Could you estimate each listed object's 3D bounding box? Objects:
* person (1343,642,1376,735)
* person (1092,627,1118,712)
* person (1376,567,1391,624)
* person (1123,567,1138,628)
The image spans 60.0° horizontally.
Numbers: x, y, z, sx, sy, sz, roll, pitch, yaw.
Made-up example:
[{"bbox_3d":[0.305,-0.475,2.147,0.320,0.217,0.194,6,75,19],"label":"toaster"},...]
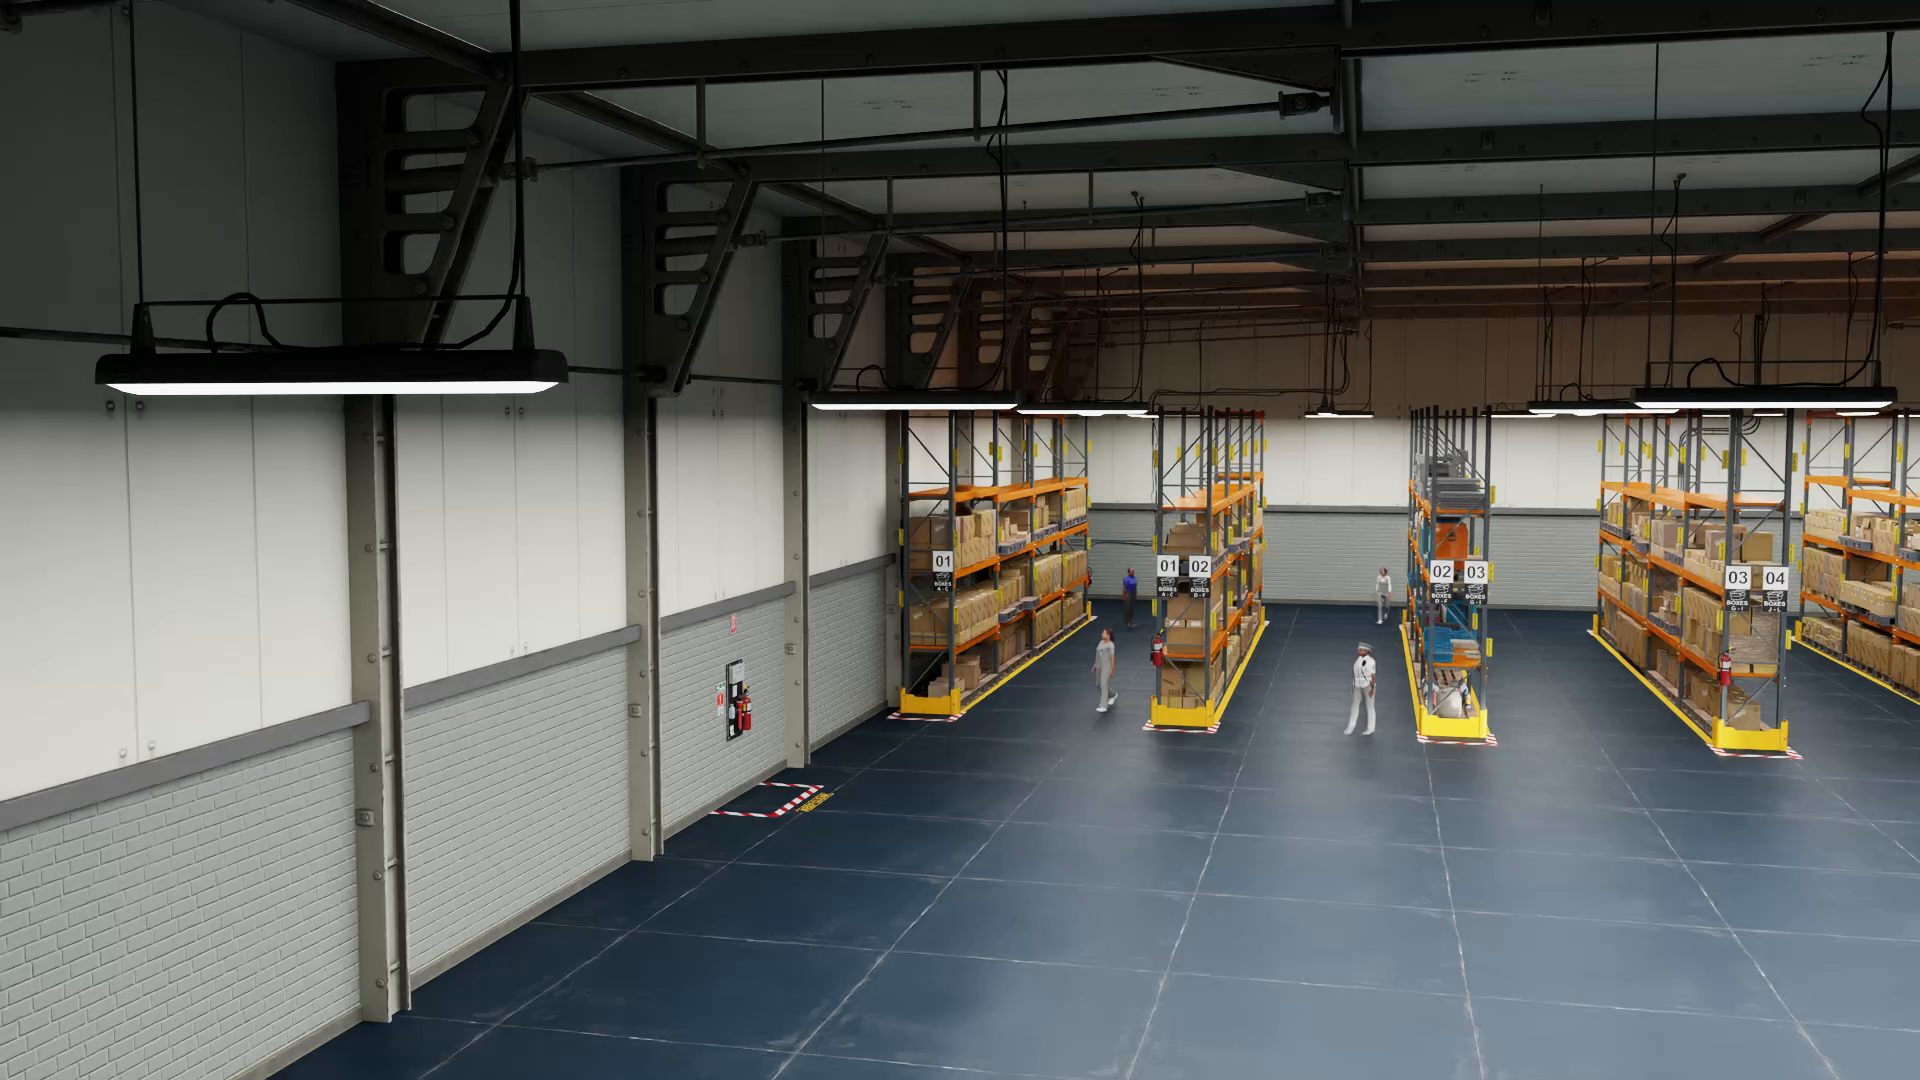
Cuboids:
[{"bbox_3d":[7.325,2.712,30.387,0.551,1.698,0.506,-3,5,-33],"label":"person"},{"bbox_3d":[2.900,2.540,32.937,0.899,1.632,0.514,-3,5,-37],"label":"person"},{"bbox_3d":[11.992,1.552,47.081,0.413,1.578,0.755,1,4,14],"label":"person"},{"bbox_3d":[4.734,1.591,46.104,0.522,1.668,0.391,-4,5,-41],"label":"person"}]
